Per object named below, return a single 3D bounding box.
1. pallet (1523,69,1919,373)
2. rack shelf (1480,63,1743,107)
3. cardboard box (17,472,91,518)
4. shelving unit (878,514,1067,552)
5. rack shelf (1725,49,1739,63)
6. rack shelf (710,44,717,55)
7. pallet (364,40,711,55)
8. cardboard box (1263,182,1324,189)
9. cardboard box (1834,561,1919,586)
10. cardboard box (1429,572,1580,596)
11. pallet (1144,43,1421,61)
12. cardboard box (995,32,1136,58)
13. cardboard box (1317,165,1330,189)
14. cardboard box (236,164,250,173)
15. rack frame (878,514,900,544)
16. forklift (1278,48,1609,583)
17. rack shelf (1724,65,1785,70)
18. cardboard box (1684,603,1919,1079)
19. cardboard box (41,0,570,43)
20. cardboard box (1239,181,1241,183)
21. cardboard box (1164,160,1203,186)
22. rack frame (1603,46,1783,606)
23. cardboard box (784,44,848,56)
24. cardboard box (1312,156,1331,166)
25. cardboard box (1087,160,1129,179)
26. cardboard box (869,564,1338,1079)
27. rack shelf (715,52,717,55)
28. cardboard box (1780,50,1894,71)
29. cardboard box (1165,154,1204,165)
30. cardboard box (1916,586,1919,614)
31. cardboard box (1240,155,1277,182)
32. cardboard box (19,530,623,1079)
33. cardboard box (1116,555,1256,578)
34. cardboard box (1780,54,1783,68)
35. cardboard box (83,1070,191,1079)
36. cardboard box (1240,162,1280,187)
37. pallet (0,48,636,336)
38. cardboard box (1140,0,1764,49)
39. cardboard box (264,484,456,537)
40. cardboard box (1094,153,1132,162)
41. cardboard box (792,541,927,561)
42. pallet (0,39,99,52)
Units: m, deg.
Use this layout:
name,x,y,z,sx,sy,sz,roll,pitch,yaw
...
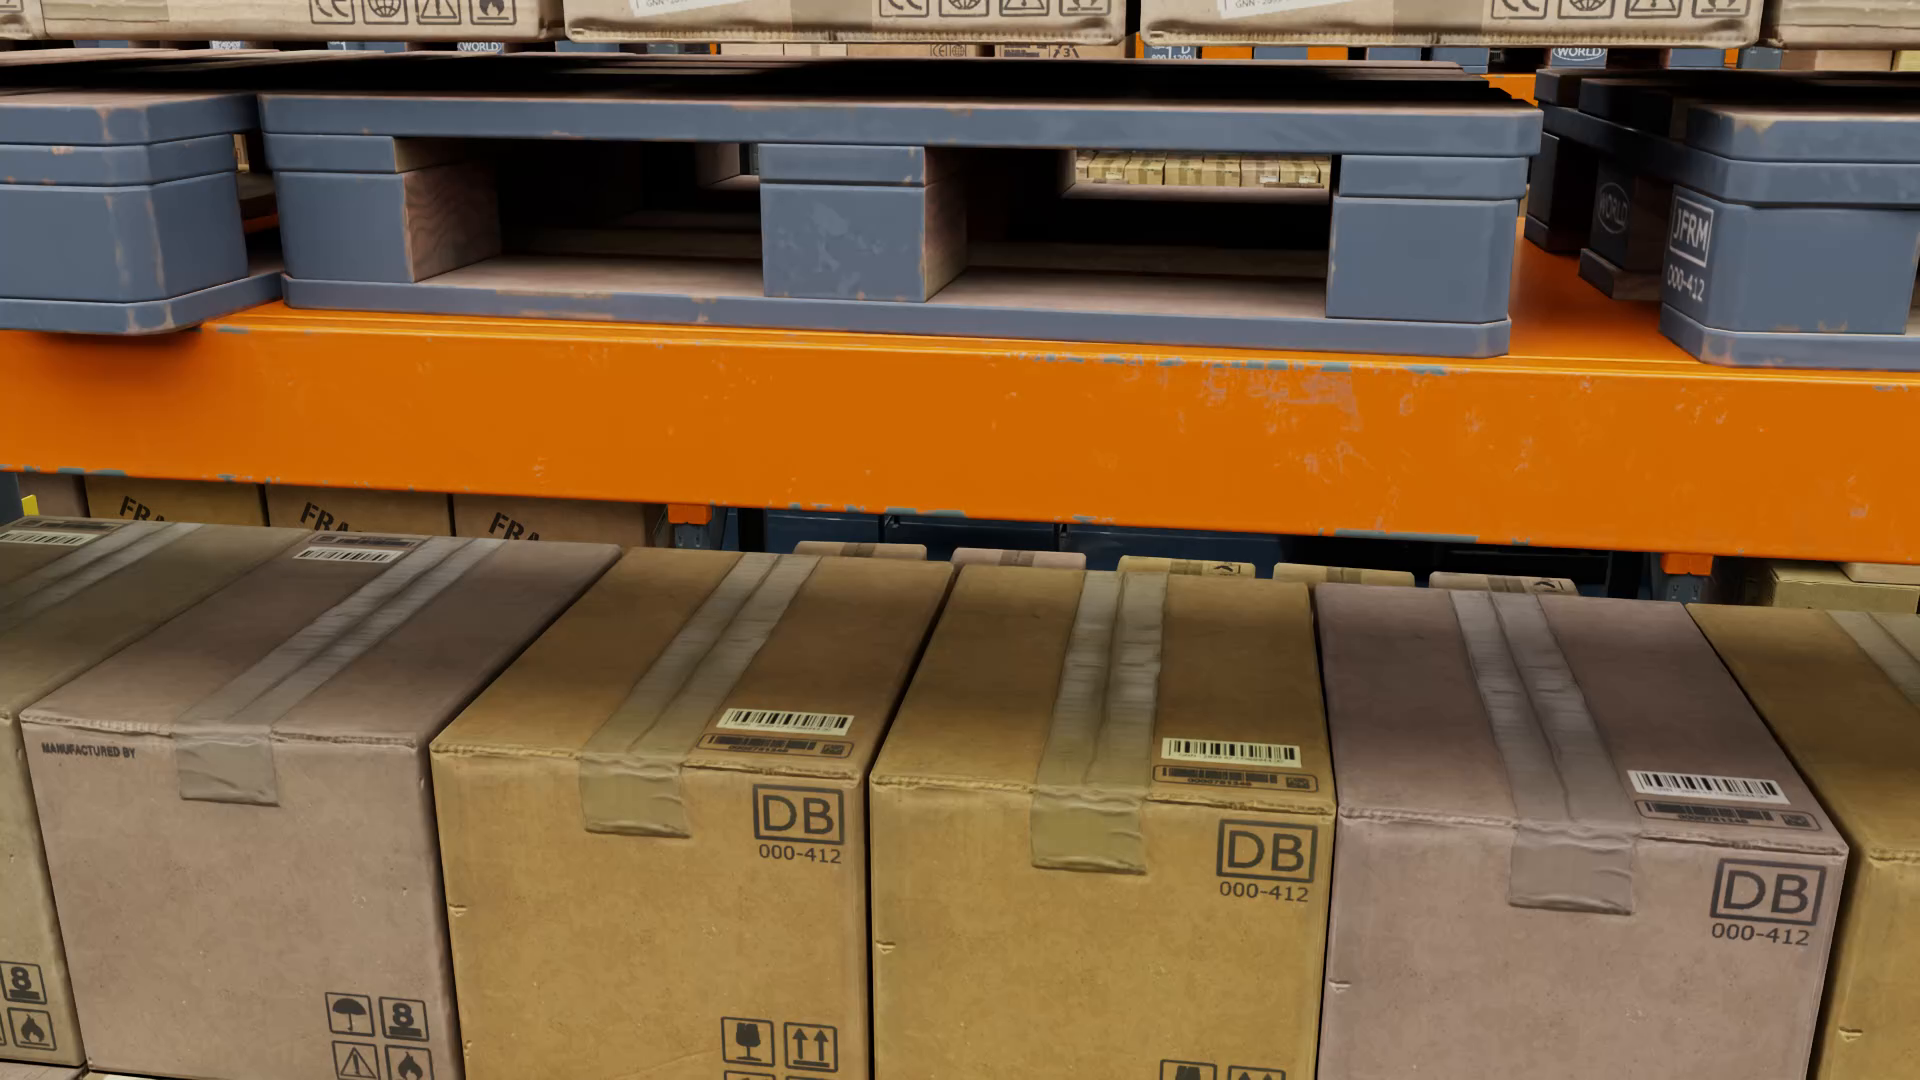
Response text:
name,x,y,z,sx,sy,sz,roll,pitch,yaw
pallet,1.283,-0.350,1.695,1.217,0.209,0.805,2,19,6
rack shelf,0.907,-1.725,6.638,4.000,0.370,1.077,3,19,9
cardboard box,-4.393,-0.131,8.154,0.875,0.875,0.875,4,19,10
shelving unit,0.084,-0.707,9.552,1.048,1.500,0.538,3,19,9
rack shelf,5.640,-3.079,10.685,4.000,0.370,1.077,3,19,9
rack shelf,-2.259,-3.482,11.888,4.000,0.370,1.077,3,19,9
pallet,-1.712,-2.093,6.902,1.003,0.211,1.213,4,19,11
cardboard box,1.384,-1.395,6.935,0.250,0.149,0.380,4,19,12
cardboard box,3.535,0.038,6.430,0.250,0.149,0.380,3,19,9
cardboard box,2.363,0.478,7.126,0.625,0.372,0.950,3,19,9
pallet,1.264,-1.992,6.599,1.003,0.211,1.213,3,19,9
cardboard box,0.443,-2.148,6.606,0.637,0.503,0.797,3,19,9
cardboard box,2.521,-2.409,11.095,0.250,0.149,0.380,2,19,7
cardboard box,-3.527,-1.468,7.730,0.500,0.500,0.500,3,19,10
rack frame,-0.418,-0.733,9.629,0.032,1.500,0.500,3,19,9
forklift,3.360,-1.327,9.150,3.031,2.935,1.130,1,19,4
rack shelf,4.856,-1.524,6.036,4.000,0.370,1.077,3,19,9
cardboard box,1.197,0.443,2.019,0.500,0.500,0.700,3,19,8
cardboard box,-0.579,-0.656,1.726,0.500,0.250,0.500,3,19,10
cardboard box,2.205,-2.428,11.781,0.500,0.250,0.500,2,19,7
cardboard box,1.532,-2.502,11.373,0.250,0.149,0.380,3,19,9
rack frame,2.881,-0.543,6.699,0.127,3.000,1.000,3,19,9
cardboard box,-0.532,-2.021,6.601,0.258,0.266,0.396,3,19,9
cardboard box,2.593,-2.587,11.629,0.250,0.149,0.380,3,19,8
cardboard box,1.018,-2.516,11.415,0.250,0.149,0.380,3,19,9
cardboard box,0.199,0.391,2.173,0.500,0.500,0.700,3,19,8
rack shelf,-3.043,-1.926,7.240,4.000,0.370,1.077,3,19,9
cardboard box,3.153,-1.753,5.984,0.250,0.149,0.380,3,19,8
cardboard box,1.588,-2.631,11.758,0.250,0.149,0.380,3,19,10
cardboard box,3.952,0.344,6.539,0.500,0.500,0.500,4,19,11
cardboard box,2.102,-2.619,11.723,0.250,0.149,0.380,3,19,8
cardboard box,-0.812,0.341,2.324,0.500,0.500,0.700,3,19,8
cardboard box,0.966,0.409,7.334,0.625,0.372,0.950,4,19,10
cardboard box,3.242,-1.926,6.501,0.250,0.149,0.380,3,19,9
cardboard box,-0.850,0.896,2.241,0.500,0.500,0.500,3,19,8
cardboard box,2.026,-2.456,11.236,0.250,0.149,0.380,3,19,9
pallet,-1.109,-0.506,2.158,1.003,0.211,1.213,4,19,11
cardboard box,0.430,-0.633,1.562,0.500,0.311,0.500,2,19,7
cardboard box,-2.617,-0.043,7.891,0.875,0.875,0.875,3,19,9
cardboard box,1.090,-2.663,11.856,0.250,0.149,0.380,3,19,8
cardboard box,-0.512,0.334,7.557,0.625,0.372,0.950,2,19,5
pallet,-4.104,-2.247,7.365,1.217,0.209,0.805,2,19,6
